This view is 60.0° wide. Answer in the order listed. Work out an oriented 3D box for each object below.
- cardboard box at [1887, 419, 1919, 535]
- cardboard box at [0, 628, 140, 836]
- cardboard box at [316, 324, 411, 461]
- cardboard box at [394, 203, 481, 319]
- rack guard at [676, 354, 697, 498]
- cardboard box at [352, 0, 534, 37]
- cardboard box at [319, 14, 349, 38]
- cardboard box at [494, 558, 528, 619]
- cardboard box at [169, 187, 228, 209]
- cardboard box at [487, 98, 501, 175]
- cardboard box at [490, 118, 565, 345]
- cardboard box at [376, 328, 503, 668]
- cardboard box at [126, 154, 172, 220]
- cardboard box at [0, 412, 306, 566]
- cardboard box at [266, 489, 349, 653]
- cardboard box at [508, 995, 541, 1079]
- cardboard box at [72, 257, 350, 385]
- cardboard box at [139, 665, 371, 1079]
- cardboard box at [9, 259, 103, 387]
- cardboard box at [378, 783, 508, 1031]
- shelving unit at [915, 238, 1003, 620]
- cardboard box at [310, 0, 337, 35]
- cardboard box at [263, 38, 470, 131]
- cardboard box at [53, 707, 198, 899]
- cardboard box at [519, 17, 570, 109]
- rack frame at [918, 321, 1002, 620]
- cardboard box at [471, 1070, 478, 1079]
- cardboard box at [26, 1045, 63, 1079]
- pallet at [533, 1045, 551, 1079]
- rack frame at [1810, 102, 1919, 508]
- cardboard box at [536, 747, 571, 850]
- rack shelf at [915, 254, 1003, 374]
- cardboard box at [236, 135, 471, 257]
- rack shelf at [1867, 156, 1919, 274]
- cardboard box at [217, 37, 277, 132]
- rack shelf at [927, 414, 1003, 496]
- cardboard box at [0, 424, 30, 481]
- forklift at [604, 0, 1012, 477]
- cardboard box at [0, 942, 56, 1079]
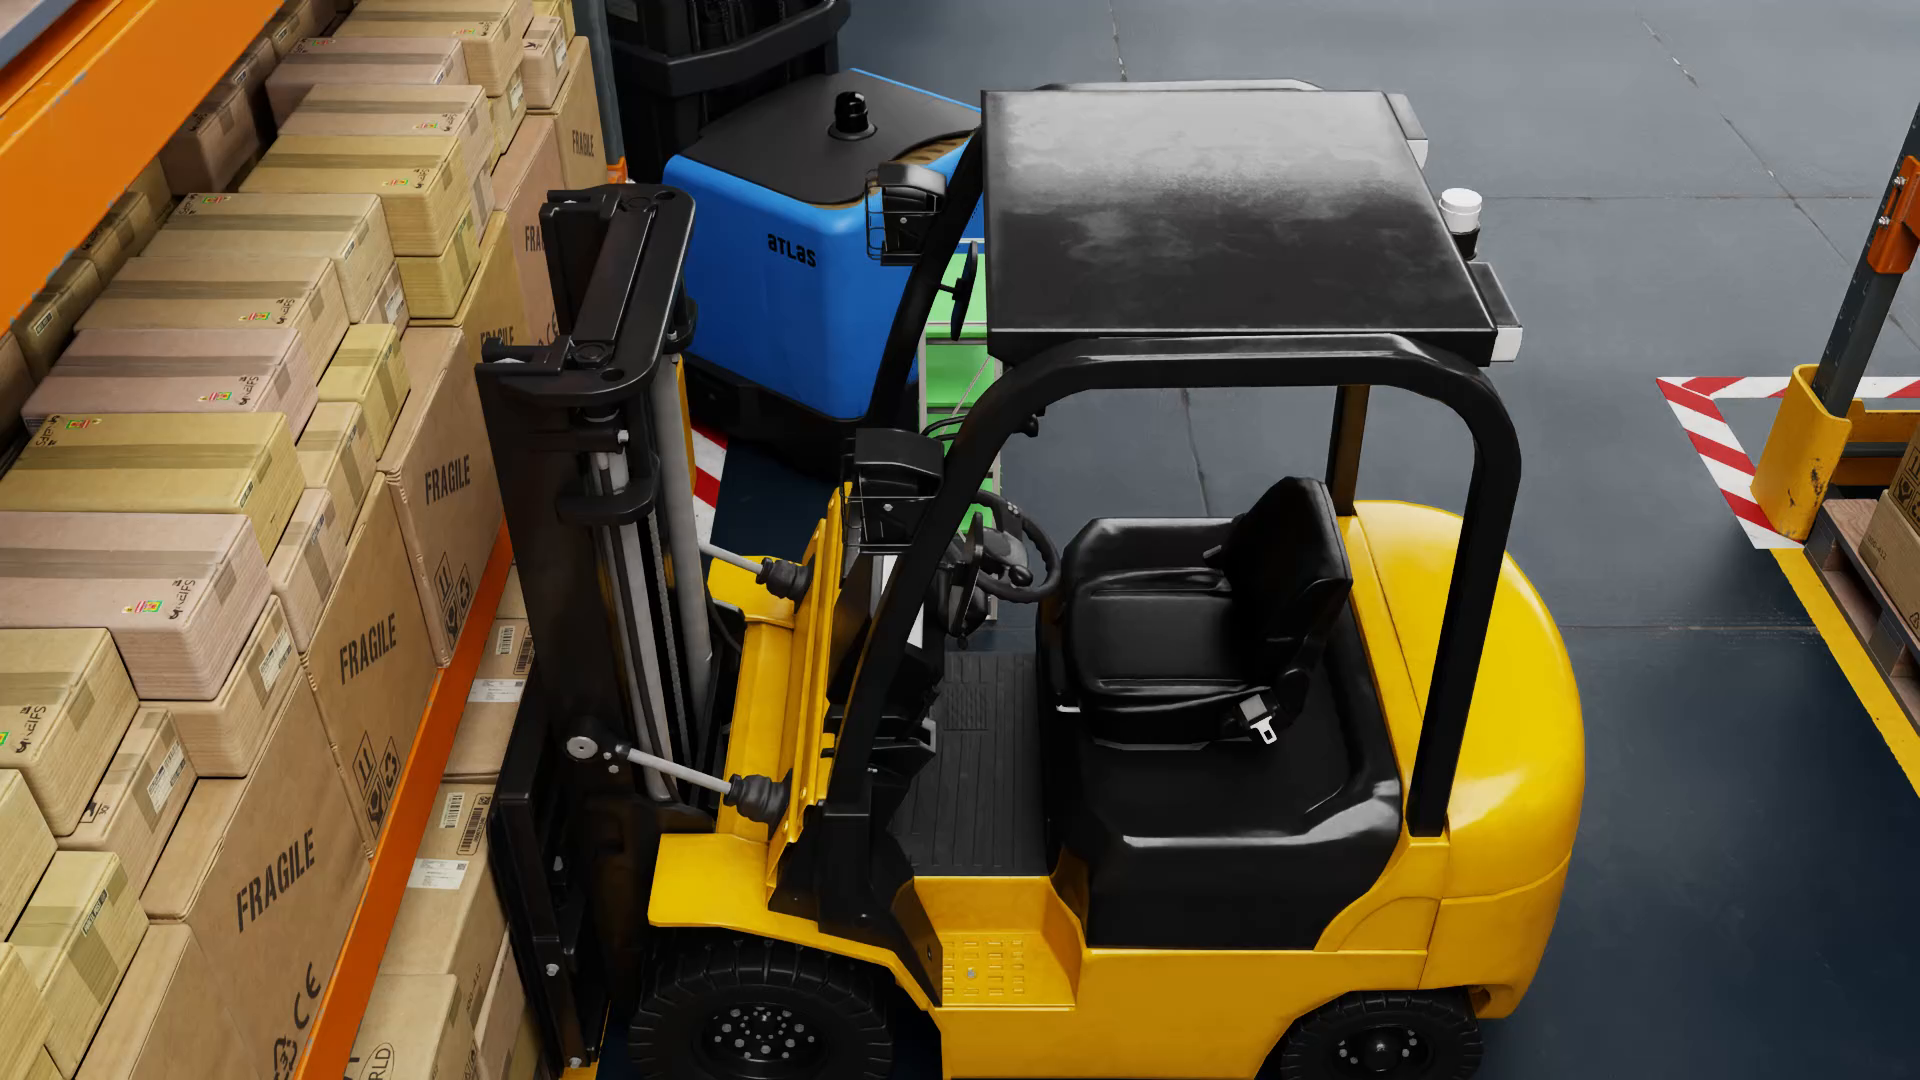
[{"bbox_3d":[3.148,-0.188,4.849,0.500,0.500,0.500,-1,39,-2],"label":"cardboard box"},{"bbox_3d":[-1.340,0.253,2.199,0.380,0.149,0.250,-1,39,-1],"label":"cardboard box"},{"bbox_3d":[-1.255,-0.275,3.096,0.380,0.149,0.250,-1,39,-1],"label":"cardboard box"},{"bbox_3d":[-1.234,-0.591,3.490,0.380,0.149,0.250,0,39,0],"label":"cardboard box"},{"bbox_3d":[-1.541,-0.357,5.796,1.175,0.500,0.348,0,39,0],"label":"rack guard"},{"bbox_3d":[-1.298,-1.348,4.197,0.380,0.149,0.250,0,39,0],"label":"cardboard box"},{"bbox_3d":[-1.736,-1.243,4.304,0.380,0.149,0.250,0,39,0],"label":"cardboard box"},{"bbox_3d":[-1.211,0.124,4.260,0.500,0.250,0.500,0,39,1],"label":"cardboard box"},{"bbox_3d":[-1.873,-0.761,3.703,0.380,0.149,0.250,0,39,0],"label":"cardboard box"},{"bbox_3d":[-1.302,-0.916,3.896,0.380,0.149,0.250,0,39,0],"label":"cardboard box"},{"bbox_3d":[-1.286,-0.725,4.176,0.500,0.500,0.500,1,39,1],"label":"cardboard box"},{"bbox_3d":[-1.274,-0.090,3.384,0.500,0.500,0.500,0,39,0],"label":"cardboard box"},{"bbox_3d":[-1.860,-0.703,3.392,0.380,0.149,0.250,-1,39,-1],"label":"cardboard box"},{"bbox_3d":[-1.265,-0.070,2.603,0.380,0.149,0.250,-1,39,-1],"label":"cardboard box"},{"bbox_3d":[-1.228,0.049,2.692,0.380,0.149,0.250,0,39,-1],"label":"cardboard box"},{"bbox_3d":[-1.238,1.151,3.778,0.500,0.250,0.500,1,39,1],"label":"cardboard box"},{"bbox_3d":[-1.339,-0.385,2.996,0.380,0.149,0.250,0,39,0],"label":"cardboard box"},{"bbox_3d":[-1.293,0.541,2.596,0.500,0.500,0.500,1,39,1],"label":"cardboard box"},{"bbox_3d":[-1.777,-0.383,2.993,0.380,0.149,0.250,1,39,1],"label":"cardboard box"},{"bbox_3d":[-1.225,0.769,3.455,0.500,0.250,0.500,1,39,1],"label":"cardboard box"},{"bbox_3d":[0.000,-0.365,5.246,0.258,1.200,0.503,0,39,0],"label":"shelving unit"},{"bbox_3d":[-1.816,-1.349,4.199,0.380,0.149,0.250,1,39,1],"label":"cardboard box"},{"bbox_3d":[-1.345,-1.028,3.798,0.380,0.149,0.250,0,39,0],"label":"cardboard box"},{"bbox_3d":[-1.303,0.367,2.294,0.380,0.149,0.250,0,39,0],"label":"cardboard box"},{"bbox_3d":[-1.230,-1.233,4.292,0.380,0.149,0.250,1,39,1],"label":"cardboard box"},{"bbox_3d":[0.000,-0.212,5.055,0.240,1.200,0.015,0,39,0],"label":"rack frame"},{"bbox_3d":[-1.231,1.280,3.217,0.500,0.250,0.500,0,39,0],"label":"cardboard box"},{"bbox_3d":[-1.273,0.692,1.889,0.380,0.149,0.250,-1,39,-1],"label":"cardboard box"},{"bbox_3d":[-1.499,1.010,4.321,1.003,0.211,1.213,0,39,0],"label":"pallet"},{"bbox_3d":[3.423,-1.324,5.003,1.000,3.000,0.127,0,39,0],"label":"rack frame"},{"bbox_3d":[-1.219,0.650,4.004,0.500,0.250,0.500,0,39,0],"label":"cardboard box"},{"bbox_3d":[0.000,-0.689,4.985,0.258,0.148,0.480,0,39,0],"label":"rack shelf"},{"bbox_3d":[-1.228,-0.704,3.393,0.380,0.149,0.250,1,39,1],"label":"cardboard box"},{"bbox_3d":[3.425,0.208,3.667,1.077,0.370,4.000,0,39,0],"label":"rack shelf"},{"bbox_3d":[-1.788,-1.032,3.803,0.380,0.149,0.250,0,39,0],"label":"cardboard box"},{"bbox_3d":[0.000,-0.315,5.286,0.258,0.148,0.480,0,39,0],"label":"rack shelf"},{"bbox_3d":[-1.799,-0.116,2.898,0.380,0.149,0.250,0,39,-1],"label":"cardboard box"},{"bbox_3d":[-1.259,-2.122,6.054,3.031,2.935,1.130,26,45,28],"label":"forklift"},{"bbox_3d":[-1.240,0.576,1.796,0.380,0.149,0.250,1,39,1],"label":"cardboard box"}]
